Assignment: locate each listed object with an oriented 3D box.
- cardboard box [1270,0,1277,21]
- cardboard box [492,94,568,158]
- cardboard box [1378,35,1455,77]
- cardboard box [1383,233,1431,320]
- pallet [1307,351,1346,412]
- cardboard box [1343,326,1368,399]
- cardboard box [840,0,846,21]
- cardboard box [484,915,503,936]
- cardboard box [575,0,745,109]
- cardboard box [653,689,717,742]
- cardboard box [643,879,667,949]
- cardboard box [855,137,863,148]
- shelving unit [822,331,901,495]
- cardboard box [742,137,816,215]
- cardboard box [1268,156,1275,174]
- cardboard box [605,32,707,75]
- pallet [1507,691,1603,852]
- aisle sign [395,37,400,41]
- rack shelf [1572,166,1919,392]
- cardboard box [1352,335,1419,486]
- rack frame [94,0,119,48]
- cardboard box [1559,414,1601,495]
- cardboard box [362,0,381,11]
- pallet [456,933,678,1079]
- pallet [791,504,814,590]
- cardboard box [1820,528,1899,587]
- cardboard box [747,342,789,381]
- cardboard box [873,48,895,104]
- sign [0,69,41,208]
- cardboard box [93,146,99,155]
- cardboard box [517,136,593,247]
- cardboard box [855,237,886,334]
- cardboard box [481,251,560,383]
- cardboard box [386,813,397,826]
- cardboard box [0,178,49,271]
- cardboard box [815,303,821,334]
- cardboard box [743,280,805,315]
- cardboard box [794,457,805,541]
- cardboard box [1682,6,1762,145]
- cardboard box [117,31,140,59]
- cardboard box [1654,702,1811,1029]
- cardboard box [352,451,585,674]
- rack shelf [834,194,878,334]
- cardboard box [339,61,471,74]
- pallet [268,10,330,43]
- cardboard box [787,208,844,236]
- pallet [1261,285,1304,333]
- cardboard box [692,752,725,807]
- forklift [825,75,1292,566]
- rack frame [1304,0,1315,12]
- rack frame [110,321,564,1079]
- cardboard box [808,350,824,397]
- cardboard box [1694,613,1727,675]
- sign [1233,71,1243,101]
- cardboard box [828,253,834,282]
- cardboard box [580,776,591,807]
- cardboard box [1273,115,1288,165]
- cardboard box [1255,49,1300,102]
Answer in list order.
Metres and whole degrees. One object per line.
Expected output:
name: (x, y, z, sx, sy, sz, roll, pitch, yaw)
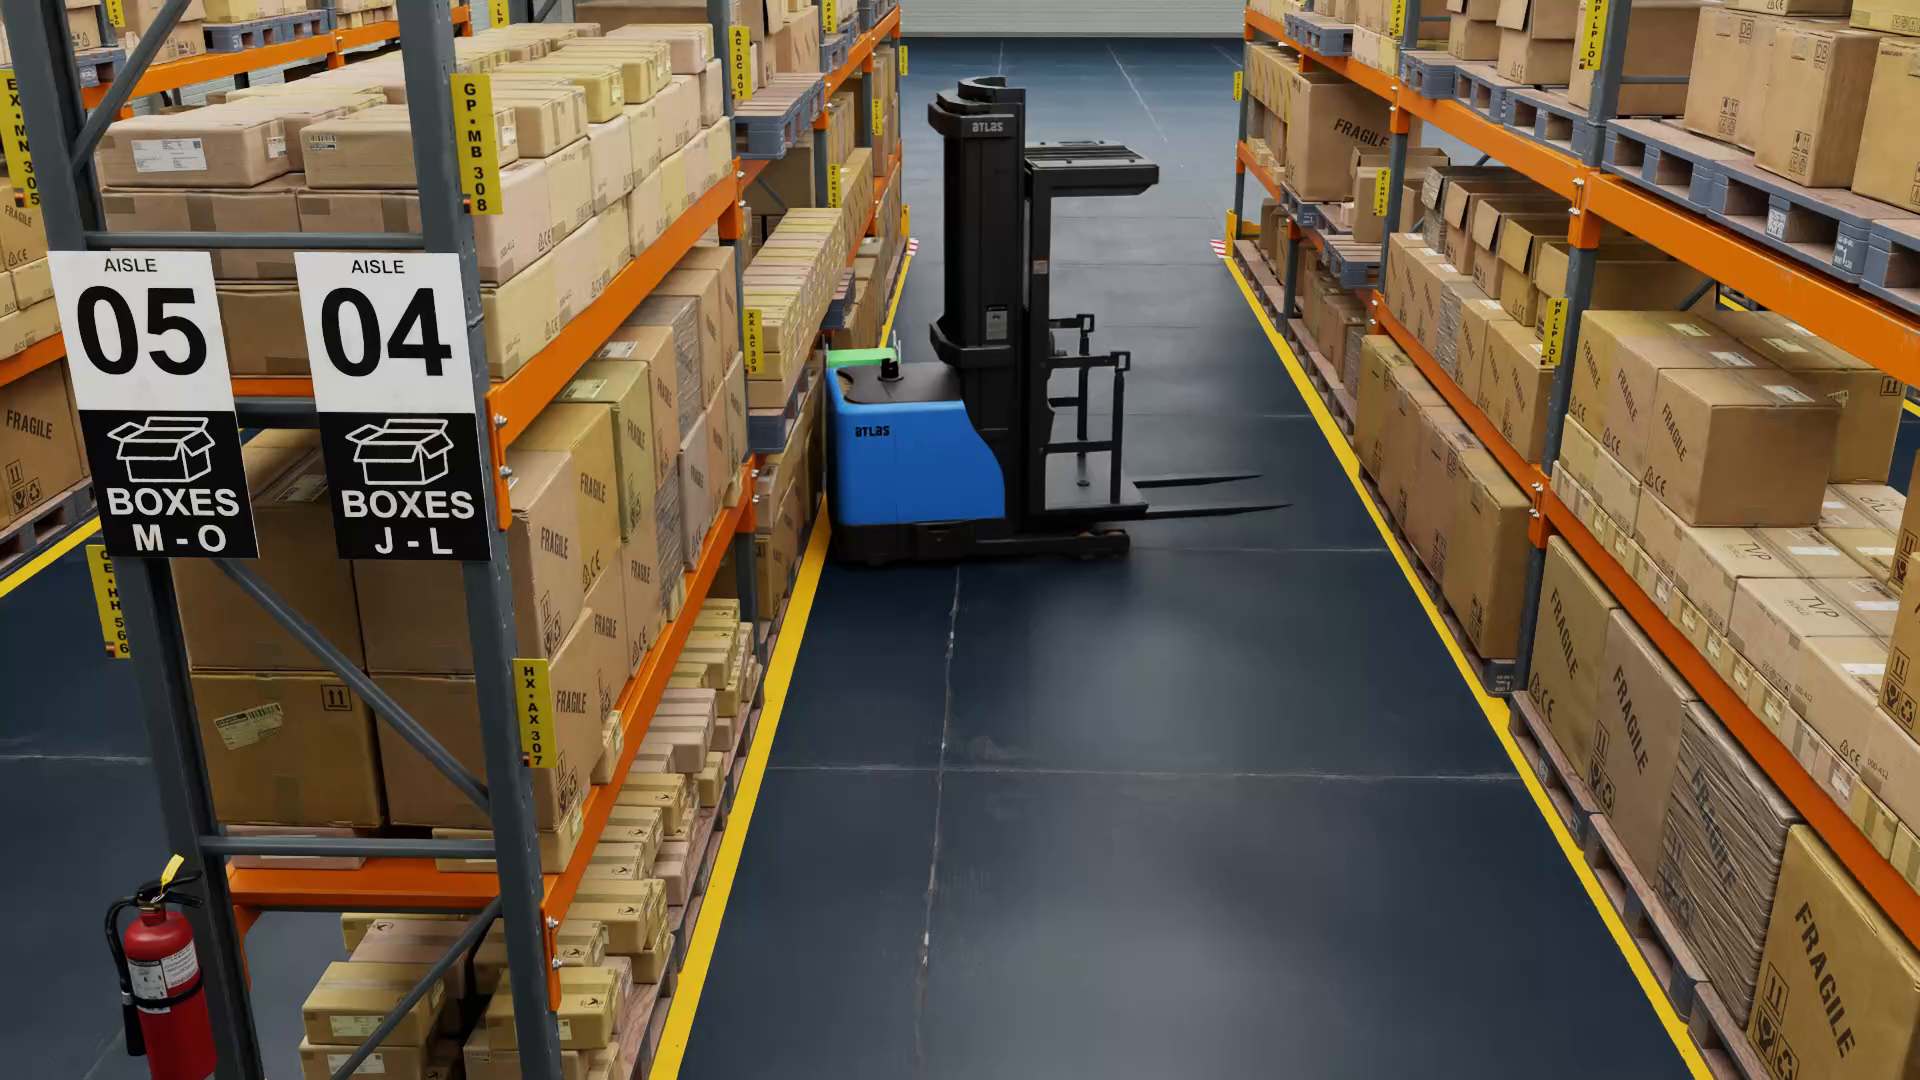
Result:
cardboard box: (3.441, -5.431, 16.939, 0.500, 0.250, 0.500, 1, 21, 3)
cardboard box: (-1.344, -1.185, 4.754, 0.380, 0.149, 0.250, 1, 21, 2)
cardboard box: (3.279, -3.438, 11.804, 0.500, 0.250, 0.500, 1, 21, 2)
cardboard box: (3.223, -1.809, 11.406, 0.500, 0.500, 0.500, 1, 21, 3)
pallet: (3.575, -1.357, 14.236, 1.003, 0.211, 1.213, 1, 21, 2)
cardboard box: (3.514, -1.418, 13.384, 0.700, 0.500, 0.500, -1, 21, -3)
cardboard box: (-1.172, -4.251, 13.097, 0.500, 0.311, 0.500, 0, 21, 1)
cardboard box: (-1.832, 1.383, 6.267, 0.380, 0.149, 0.250, 0, 21, 1)
cardboard box: (-1.445, -2.356, 8.090, 0.700, 0.500, 0.500, 1, 21, 2)
cardboard box: (-1.288, 0.782, 7.404, 0.380, 0.149, 0.250, 0, 21, -1)
cardboard box: (-1.316, 1.395, 6.236, 0.380, 0.149, 0.250, 1, 21, 3)
cardboard box: (-1.324, -3.676, 16.148, 0.875, 0.550, 0.550, 1, 21, 2)
shelving unit: (-0.672, -0.819, 11.467, 0.503, 1.200, 0.258, -4, 24, -10)
cardboard box: (-1.421, -2.701, 12.323, 0.700, 0.500, 0.500, 1, 21, 1)
cardboard box: (3.404, -3.887, 17.248, 0.380, 0.149, 0.250, 1, 21, 2)
cardboard box: (-1.266, -2.027, 6.924, 0.380, 0.149, 0.250, 1, 21, 2)
pallet: (3.287, 1.085, 7.940, 1.003, 0.211, 1.213, 1, 21, 2)
aisle sign: (-6.460, -6.174, 19.201, 0.394, 0.787, 0.004, 1, 21, 2)
rack shelf: (3.327, -0.829, 5.866, 1.077, 0.370, 4.000, 1, 21, 2)
cardboard box: (3.468, -0.891, 11.535, 1.225, 0.875, 0.875, 0, 21, -1)
rack frame: (-6.396, -4.841, 11.065, 1.000, 3.000, 0.127, 1, 21, 2)
cardboard box: (3.112, -0.390, 7.685, 0.500, 0.250, 0.500, 0, 21, 1)
cardboard box: (-5.981, -5.300, 16.191, 0.500, 0.250, 0.500, 0, 21, 1)
pallet: (-1.626, 1.846, 5.980, 1.003, 0.211, 1.213, 1, 21, 2)
pallet: (-1.510, -0.004, 10.746, 1.003, 0.211, 1.213, 1, 21, 2)
cardboard box: (3.589, 0.160, 6.266, 0.500, 0.250, 0.500, 0, 21, 1)
cardboard box: (-1.095, -0.935, 8.646, 0.380, 0.149, 0.250, 1, 21, 2)
cardboard box: (-1.176, -5.158, 18.476, 0.875, 0.550, 0.550, 1, 21, 2)
sign: (-2.242, -0.958, 3.981, 0.100, 0.325, 0.005, 1, 21, 2)
cardboard box: (-6.655, -2.780, 12.916, 0.500, 0.500, 0.500, 0, 21, 1)
cardboard box: (-1.400, -1.040, 4.931, 0.500, 0.250, 0.500, 0, 21, 1)
cardboard box: (-1.252, -2.394, 15.581, 1.050, 0.750, 0.750, 1, 21, 1)
cardboard box: (-1.419, -0.622, 4.545, 0.500, 0.250, 0.500, 1, 21, 4)
cardboard box: (-1.916, 0.773, 5.237, 0.380, 0.149, 0.250, 1, 21, 2)
cardboard box: (-6.179, -2.002, 10.521, 0.500, 0.500, 0.500, 1, 21, 2)
cardboard box: (-1.050, -1.359, 10.152, 0.380, 0.149, 0.250, 0, 21, -1)
cardboard box: (-1.072, -1.357, 9.324, 0.380, 0.149, 0.250, 0, 21, 1)
cardboard box: (-1.262, -0.255, 10.415, 0.500, 0.500, 0.500, 1, 21, 3)
cardboard box: (3.424, -1.892, 6.756, 0.700, 0.500, 0.500, -1, 21, -2)
cardboard box: (-6.209, -3.584, 12.158, 0.396, 0.266, 0.258, 1, 21, 2)
cardboard box: (3.233, 1.191, 6.169, 0.875, 0.875, 0.875, 1, 21, 2)
cardboard box: (-1.409, 0.056, 4.807, 0.500, 0.500, 0.500, 1, 21, 1)
rack shelf: (-1.384, -2.414, 14.098, 1.077, 0.370, 4.000, 1, 21, 2)
cardboard box: (-1.903, -1.561, 5.722, 0.380, 0.149, 0.250, 0, 21, 0)
pallet: (-6.399, -4.579, 14.797, 1.213, 0.211, 1.003, 1, 21, 2)
cardboard box: (-1.002, -2.200, 11.496, 0.380, 0.149, 0.250, 0, 21, 0)
pallet: (3.616, -2.324, 16.728, 1.003, 0.211, 1.213, 1, 21, 2)
cardboard box: (-1.269, 1.073, 7.477, 0.380, 0.149, 0.250, 1, 21, 2)
forklift: (0.655, -1.430, 10.663, 3.031, 2.935, 1.130, -3, 21, -8)
rack frame: (3.631, -6.178, 14.511, 1.000, 3.000, 0.127, 1, 21, 2)
rack frame: (-1.688, 0.866, 4.649, 1.000, 3.000, 0.127, 1, 21, 2)
cardboard box: (-1.204, -1.156, 11.700, 0.500, 0.250, 0.500, 0, 21, 0)
cardboard box: (2.995, 0.390, 6.225, 0.380, 0.149, 0.250, 1, 21, 3)
sign: (3.211, -5.237, 19.183, 0.100, 0.325, 0.005, 1, 21, 2)
cardboard box: (-1.025, -1.778, 10.819, 0.380, 0.149, 0.250, 1, 21, 2)
cardboard box: (-1.384, 0.778, 5.226, 0.380, 0.149, 0.250, 1, 21, 4)
cardboard box: (3.672, -4.091, 16.876, 0.875, 0.500, 0.500, 1, 21, 2)
cardboard box: (3.428, -4.922, 17.635, 0.500, 0.500, 0.500, 1, 21, 2)
